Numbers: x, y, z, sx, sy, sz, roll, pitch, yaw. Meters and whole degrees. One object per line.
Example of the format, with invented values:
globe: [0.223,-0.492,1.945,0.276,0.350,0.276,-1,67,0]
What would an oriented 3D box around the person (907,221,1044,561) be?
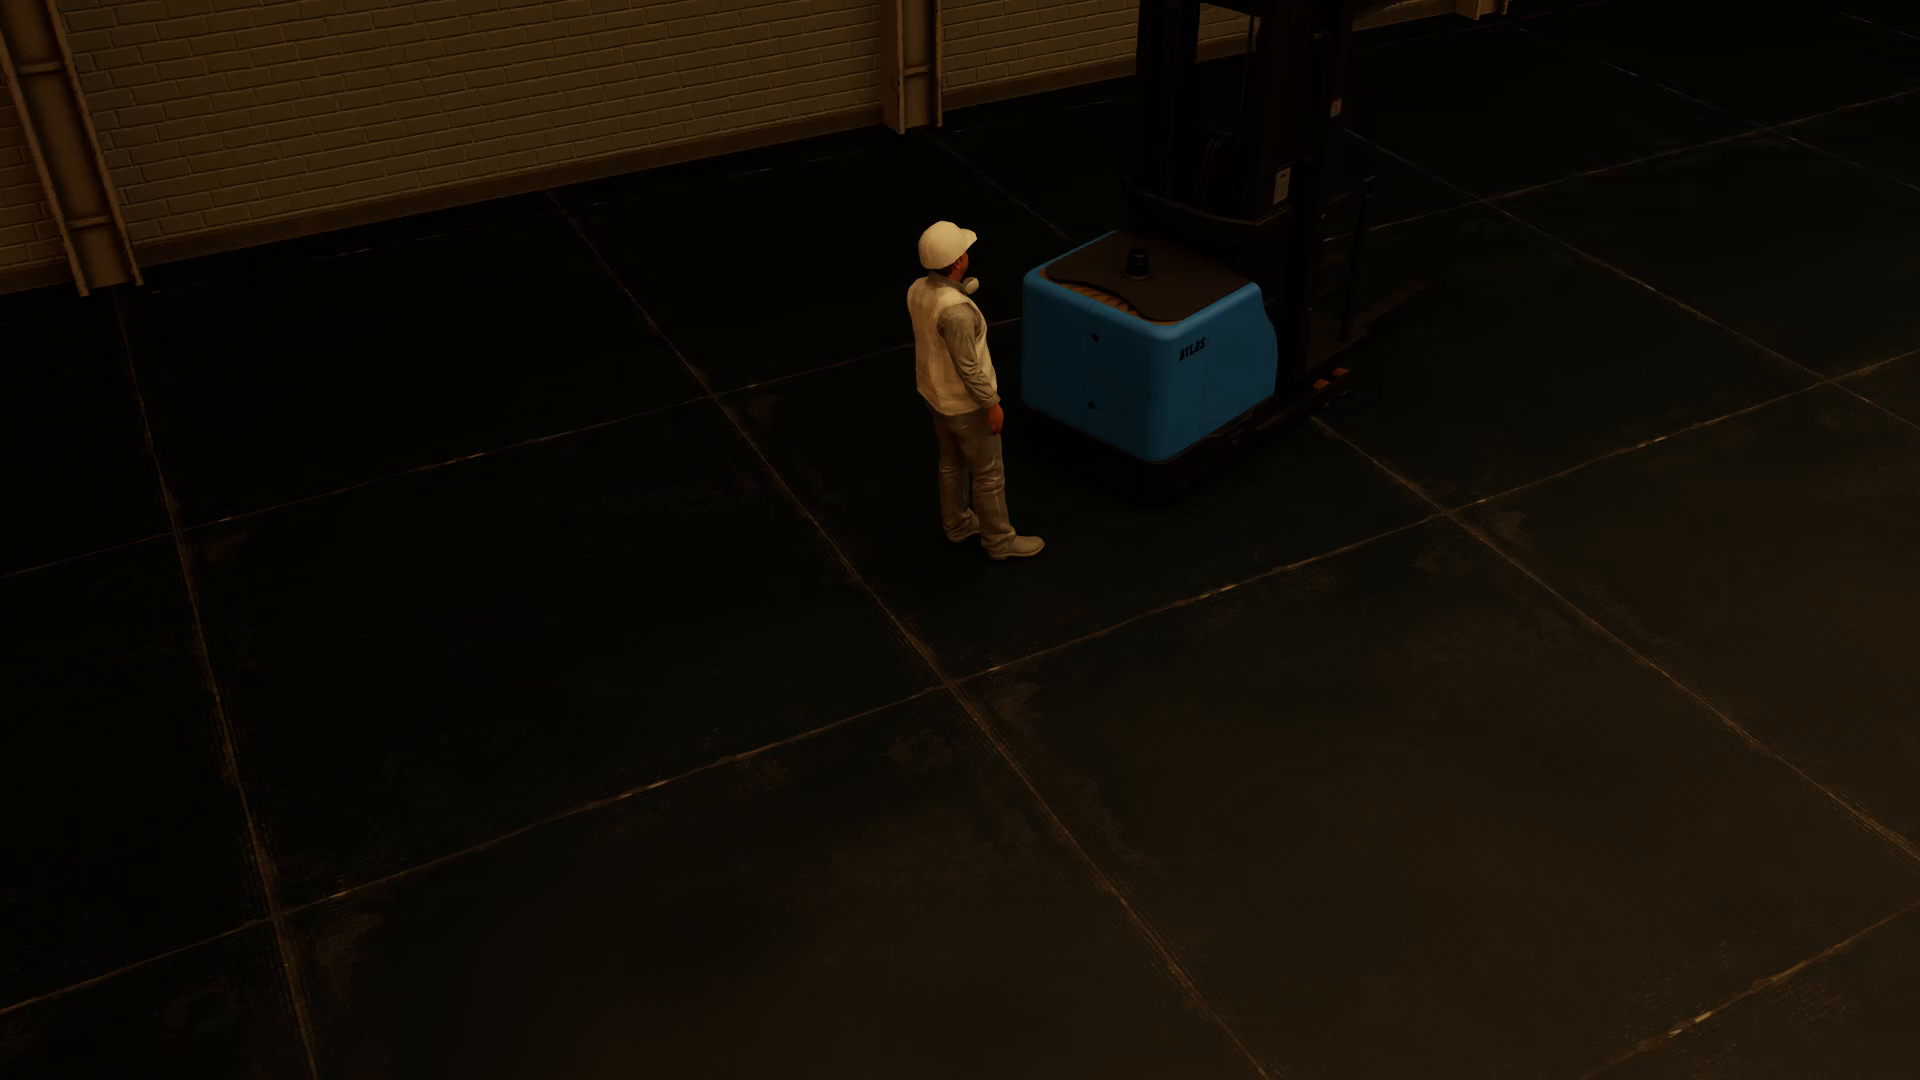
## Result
person: [0.058,-0.744,8.164,0.568,1.774,0.633,-17,39,-23]

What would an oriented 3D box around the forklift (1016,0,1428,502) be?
forklift: [1.699,-2.156,9.173,1.130,2.935,3.031,29,44,34]
